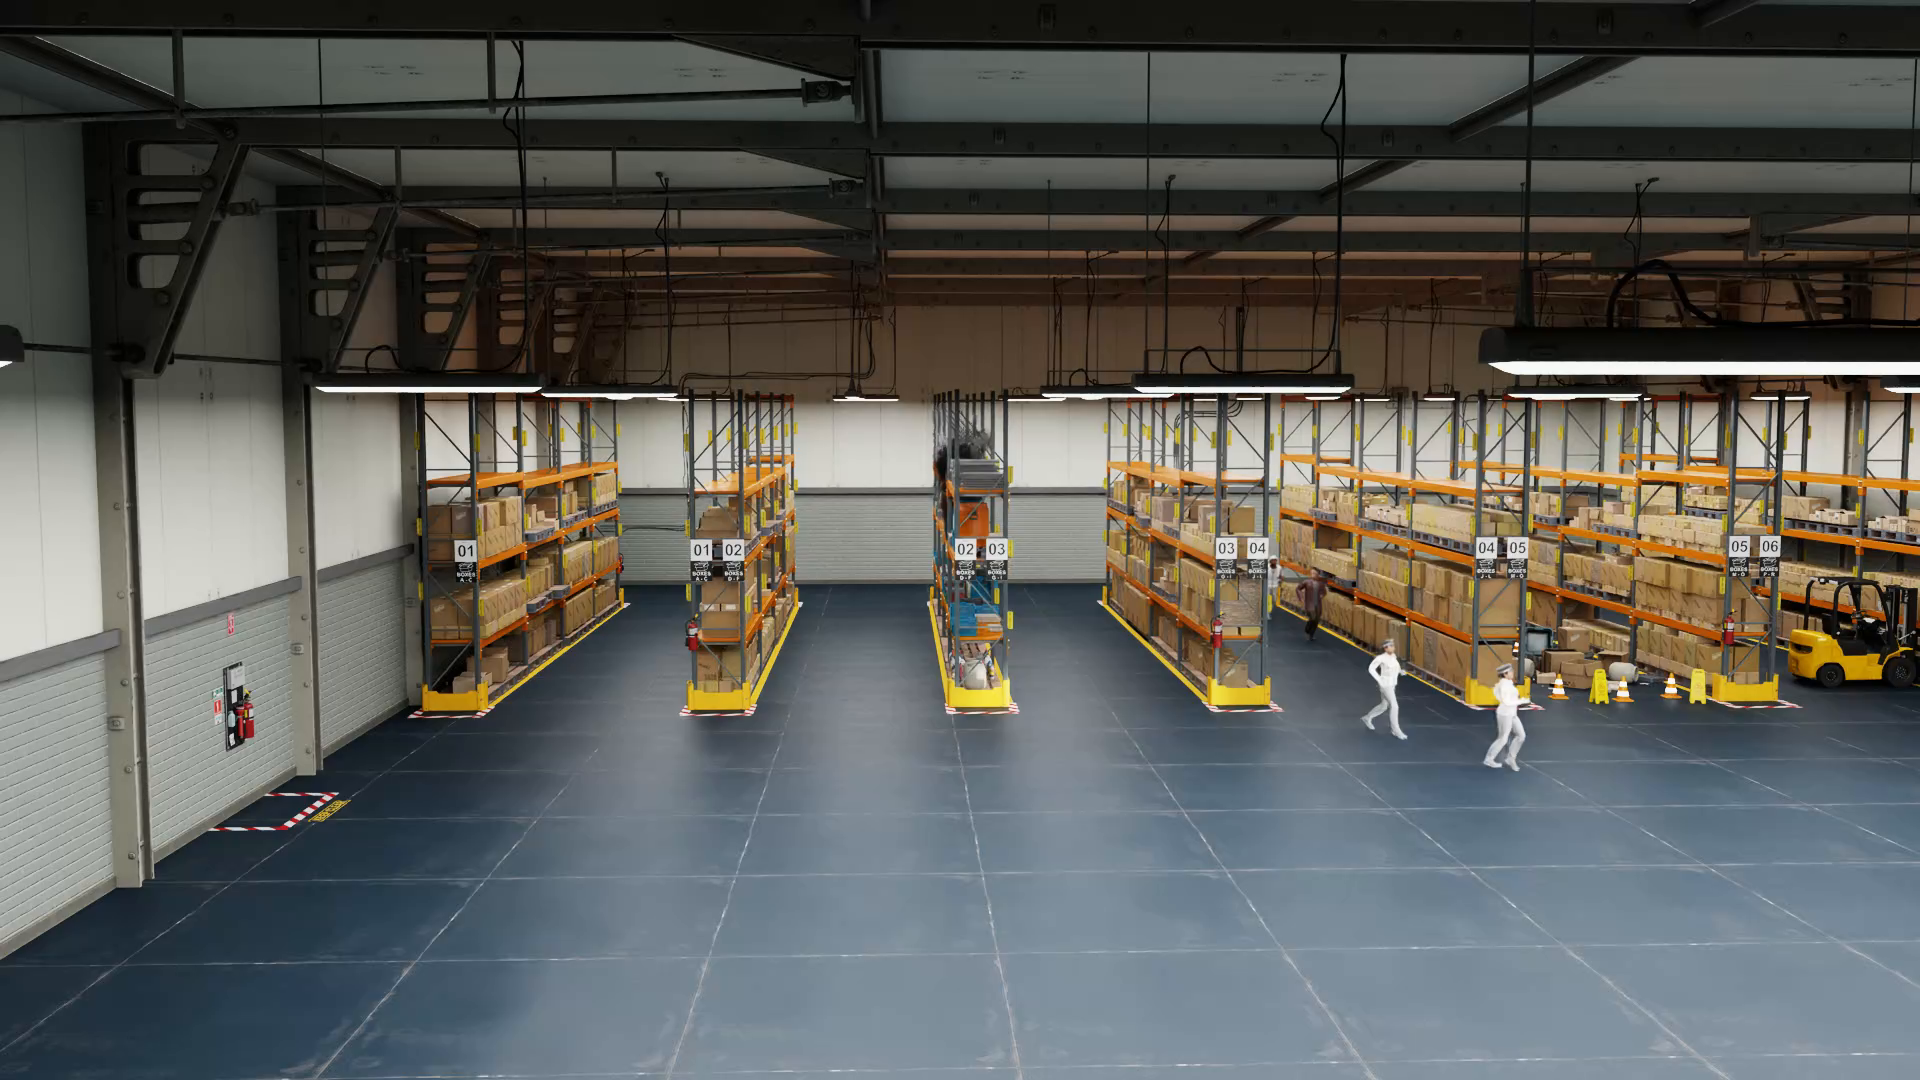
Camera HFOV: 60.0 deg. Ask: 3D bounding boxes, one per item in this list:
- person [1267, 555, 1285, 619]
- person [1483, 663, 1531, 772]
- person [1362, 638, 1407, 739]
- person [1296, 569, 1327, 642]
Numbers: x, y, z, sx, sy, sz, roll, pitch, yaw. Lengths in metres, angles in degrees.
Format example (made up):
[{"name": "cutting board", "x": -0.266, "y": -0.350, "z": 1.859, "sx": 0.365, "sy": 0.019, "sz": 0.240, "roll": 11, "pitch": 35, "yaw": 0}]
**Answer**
[{"name": "person", "x": 8.261, "y": 1.228, "z": 44.153, "sx": 0.732, "sy": 1.663, "sz": 0.654, "roll": 0, "pitch": 5, "yaw": -3}, {"name": "person", "x": 8.541, "y": 2.769, "z": 25.921, "sx": 0.683, "sy": 1.736, "sz": 0.592, "roll": 2, "pitch": 5, "yaw": 28}, {"name": "person", "x": 7.367, "y": 2.538, "z": 28.747, "sx": 0.869, "sy": 1.712, "sz": 0.598, "roll": 4, "pitch": 6, "yaw": 41}, {"name": "person", "x": 8.492, "y": 1.575, "z": 39.986, "sx": 0.663, "sy": 1.744, "sz": 0.707, "roll": -1, "pitch": 5, "yaw": -12}]
